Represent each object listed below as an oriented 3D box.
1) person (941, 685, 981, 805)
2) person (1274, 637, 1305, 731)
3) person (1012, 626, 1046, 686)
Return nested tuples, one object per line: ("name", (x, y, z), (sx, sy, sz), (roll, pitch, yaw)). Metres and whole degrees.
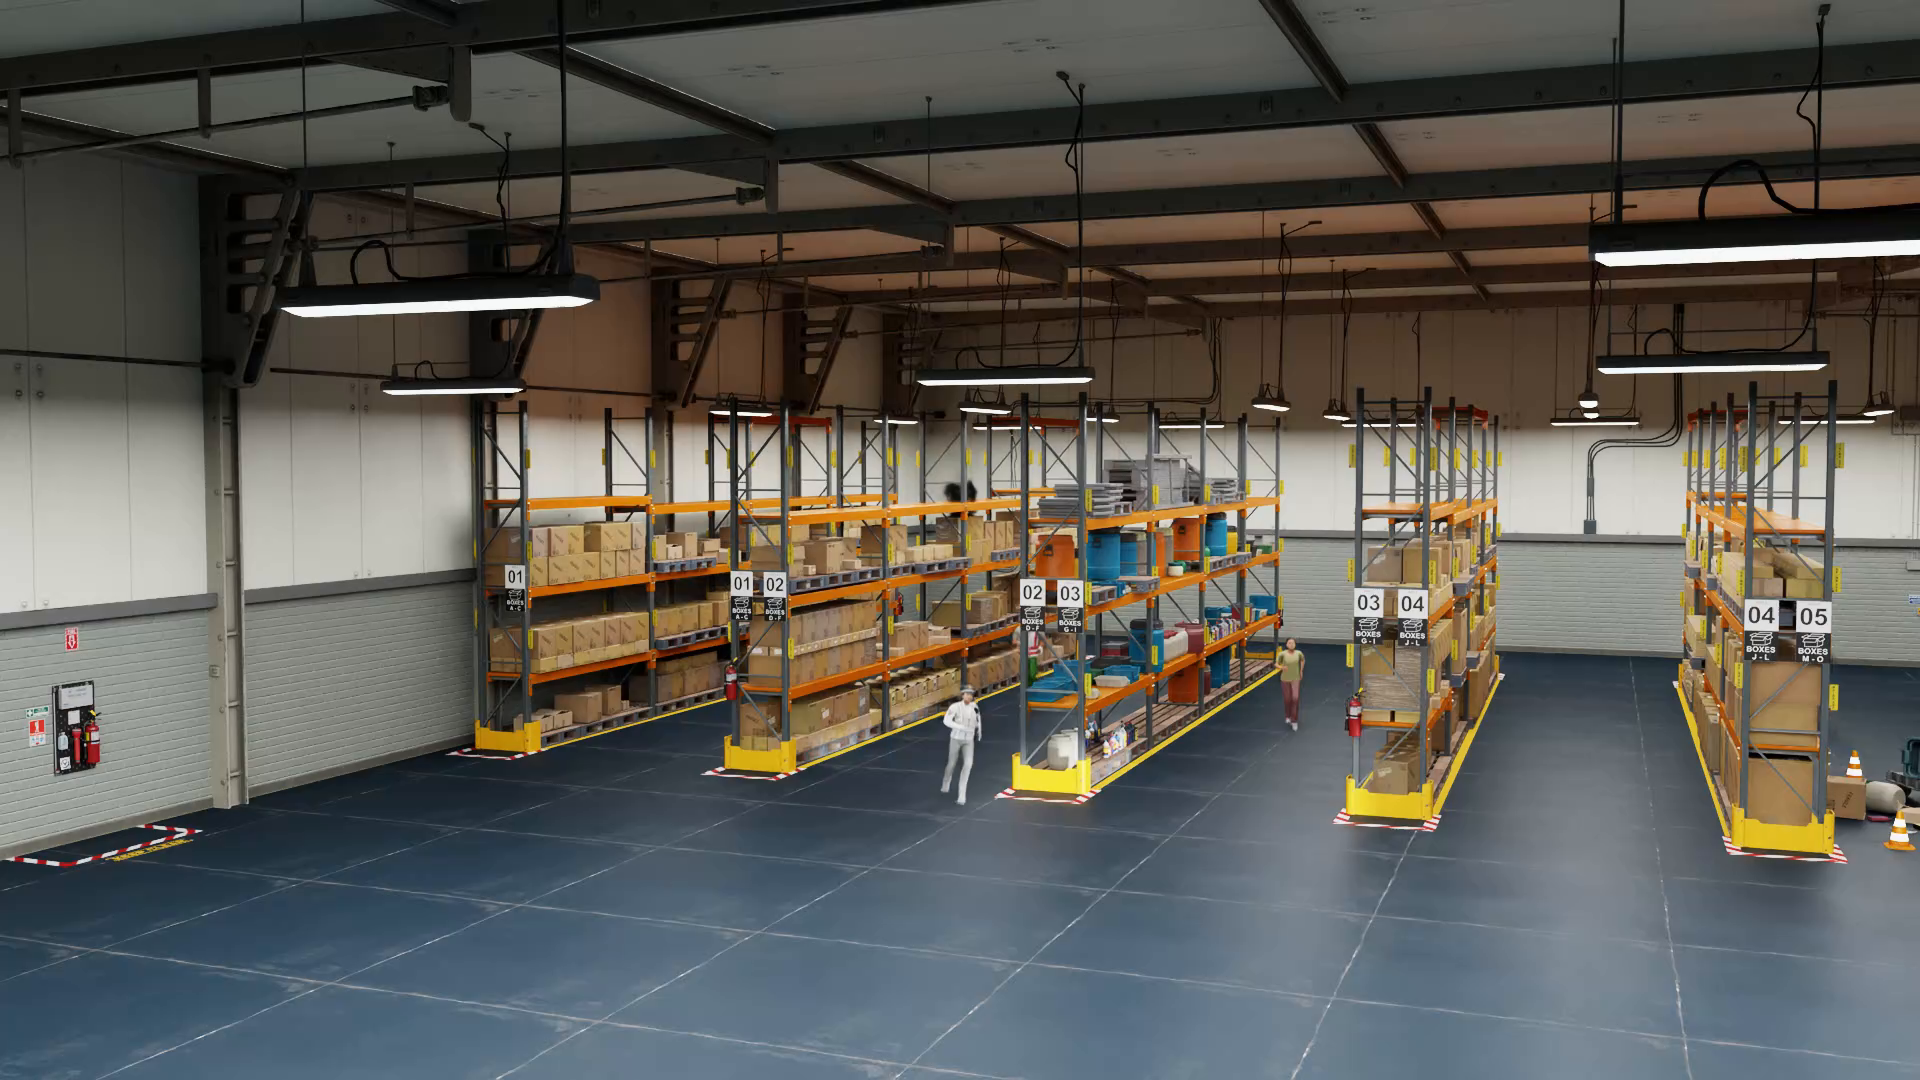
("person", (0.047, 2.968, 24.513), (0.643, 1.706, 0.875), (-1, 3, -17))
("person", (6.153, 2.657, 31.050), (0.561, 1.710, 0.774), (0, 3, 10))
("person", (1.308, 2.305, 31.930), (0.632, 1.879, 0.693), (0, 3, 9))
